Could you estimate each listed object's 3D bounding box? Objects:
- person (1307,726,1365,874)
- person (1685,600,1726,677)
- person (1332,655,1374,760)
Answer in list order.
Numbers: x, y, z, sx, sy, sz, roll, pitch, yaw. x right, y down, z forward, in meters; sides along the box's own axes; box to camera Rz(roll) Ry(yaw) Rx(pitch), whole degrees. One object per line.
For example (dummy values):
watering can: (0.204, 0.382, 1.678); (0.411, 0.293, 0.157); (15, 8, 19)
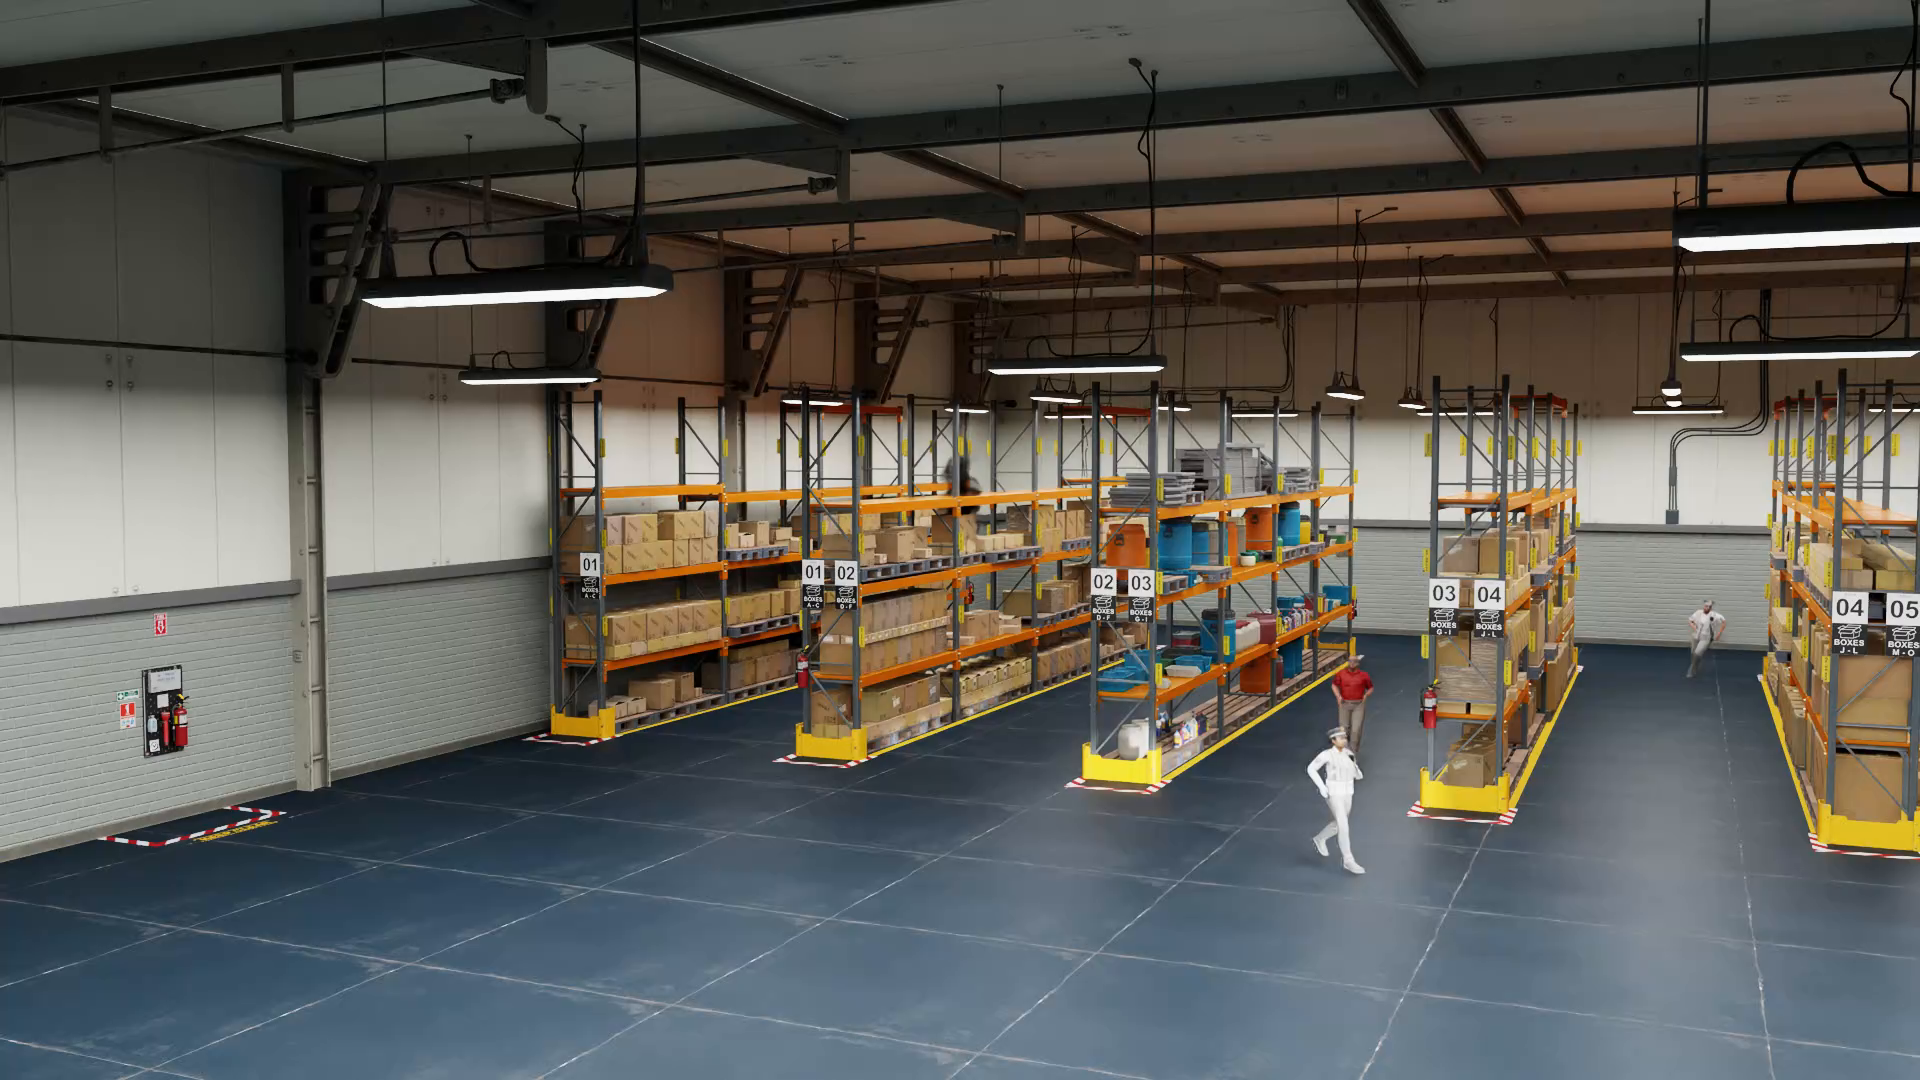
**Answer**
person: (4.502, 3.040, 19.795); (0.613, 1.678, 0.941); (-2, 4, -32)
person: (16.281, 2.166, 36.410); (0.763, 1.768, 0.807); (-3, 4, -42)
person: (6.304, 2.684, 26.721); (0.658, 1.675, 0.619); (1, 3, 15)
